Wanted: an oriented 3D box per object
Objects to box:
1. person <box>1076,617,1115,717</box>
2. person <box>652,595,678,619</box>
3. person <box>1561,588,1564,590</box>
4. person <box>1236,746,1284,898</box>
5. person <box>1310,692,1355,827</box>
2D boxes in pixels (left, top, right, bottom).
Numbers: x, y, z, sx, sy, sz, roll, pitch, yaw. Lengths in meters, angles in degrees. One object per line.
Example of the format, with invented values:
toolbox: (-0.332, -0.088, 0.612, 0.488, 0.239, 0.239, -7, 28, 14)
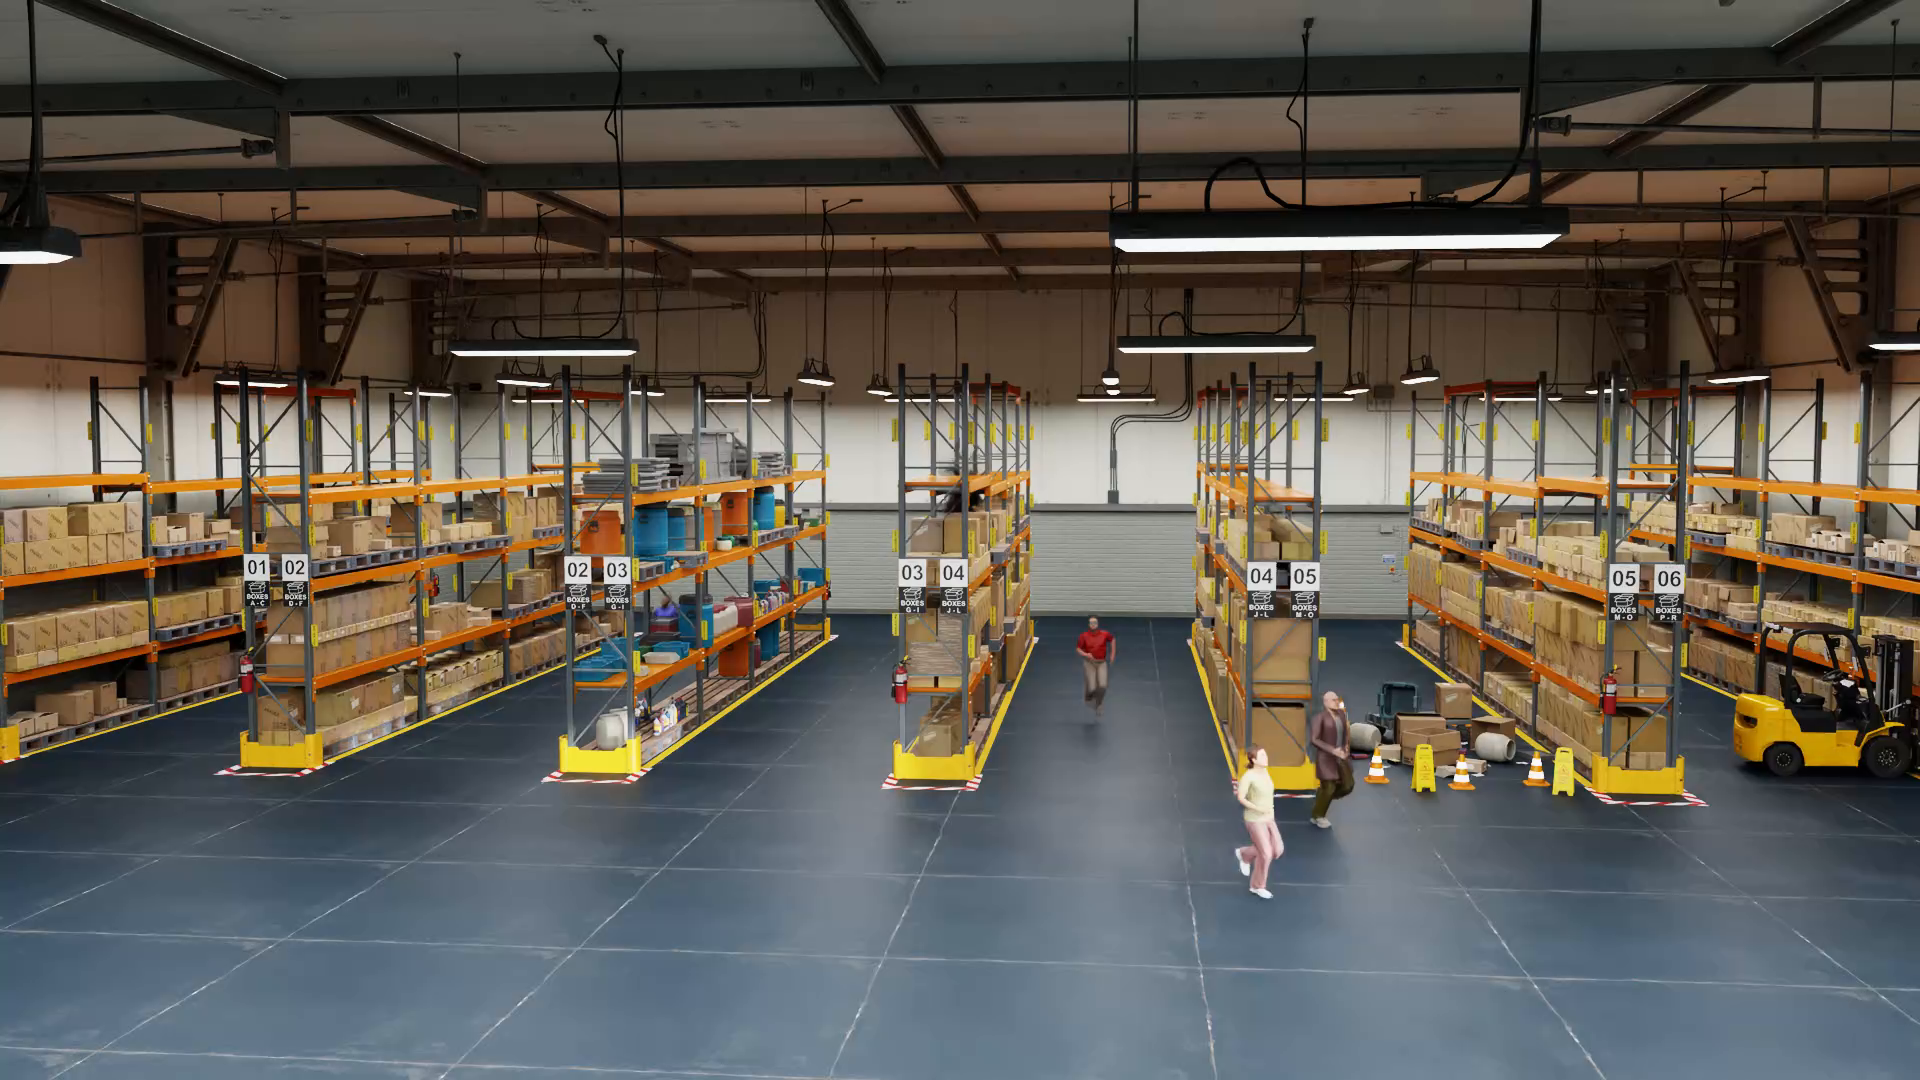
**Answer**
person: (2.339, 2.185, 28.573, 0.691, 1.731, 0.809, 0, 4, 0)
person: (-6.161, 1.966, 34.712, 0.587, 1.626, 0.561, 0, 4, 1)
person: (12.713, 1.845, 35.368, 0.696, 1.763, 0.941, 0, 4, -4)
person: (3.213, 3.037, 18.064, 0.578, 1.633, 0.610, 3, 5, 43)
person: (4.741, 2.785, 21.093, 0.747, 1.737, 0.690, -2, 4, -32)
